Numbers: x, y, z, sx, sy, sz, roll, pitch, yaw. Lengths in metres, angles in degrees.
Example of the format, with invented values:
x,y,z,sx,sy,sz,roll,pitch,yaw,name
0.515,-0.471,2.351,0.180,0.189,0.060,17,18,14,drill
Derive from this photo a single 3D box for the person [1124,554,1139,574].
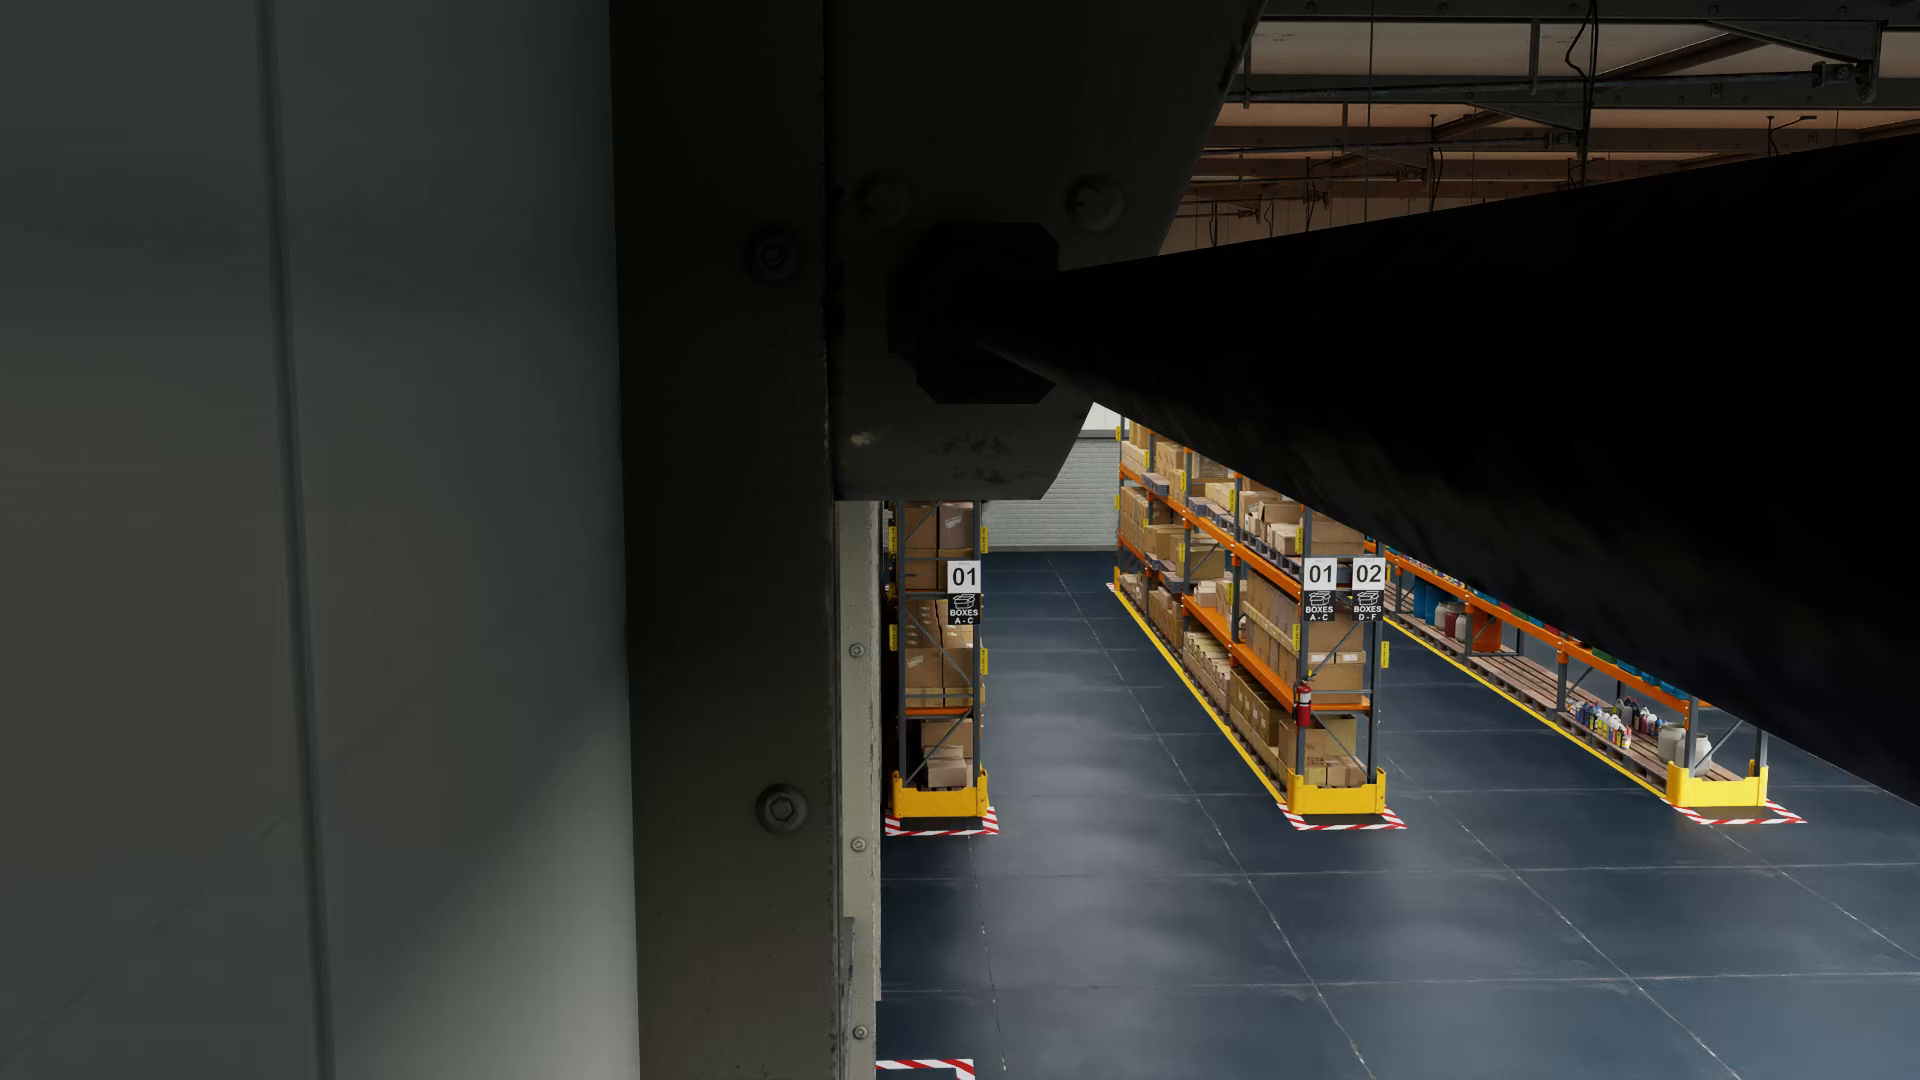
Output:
x,y,z,sx,sy,sz,roll,pitch,yaw,name
4.120,0.127,38.174,0.811,1.607,0.649,5,10,31,person
